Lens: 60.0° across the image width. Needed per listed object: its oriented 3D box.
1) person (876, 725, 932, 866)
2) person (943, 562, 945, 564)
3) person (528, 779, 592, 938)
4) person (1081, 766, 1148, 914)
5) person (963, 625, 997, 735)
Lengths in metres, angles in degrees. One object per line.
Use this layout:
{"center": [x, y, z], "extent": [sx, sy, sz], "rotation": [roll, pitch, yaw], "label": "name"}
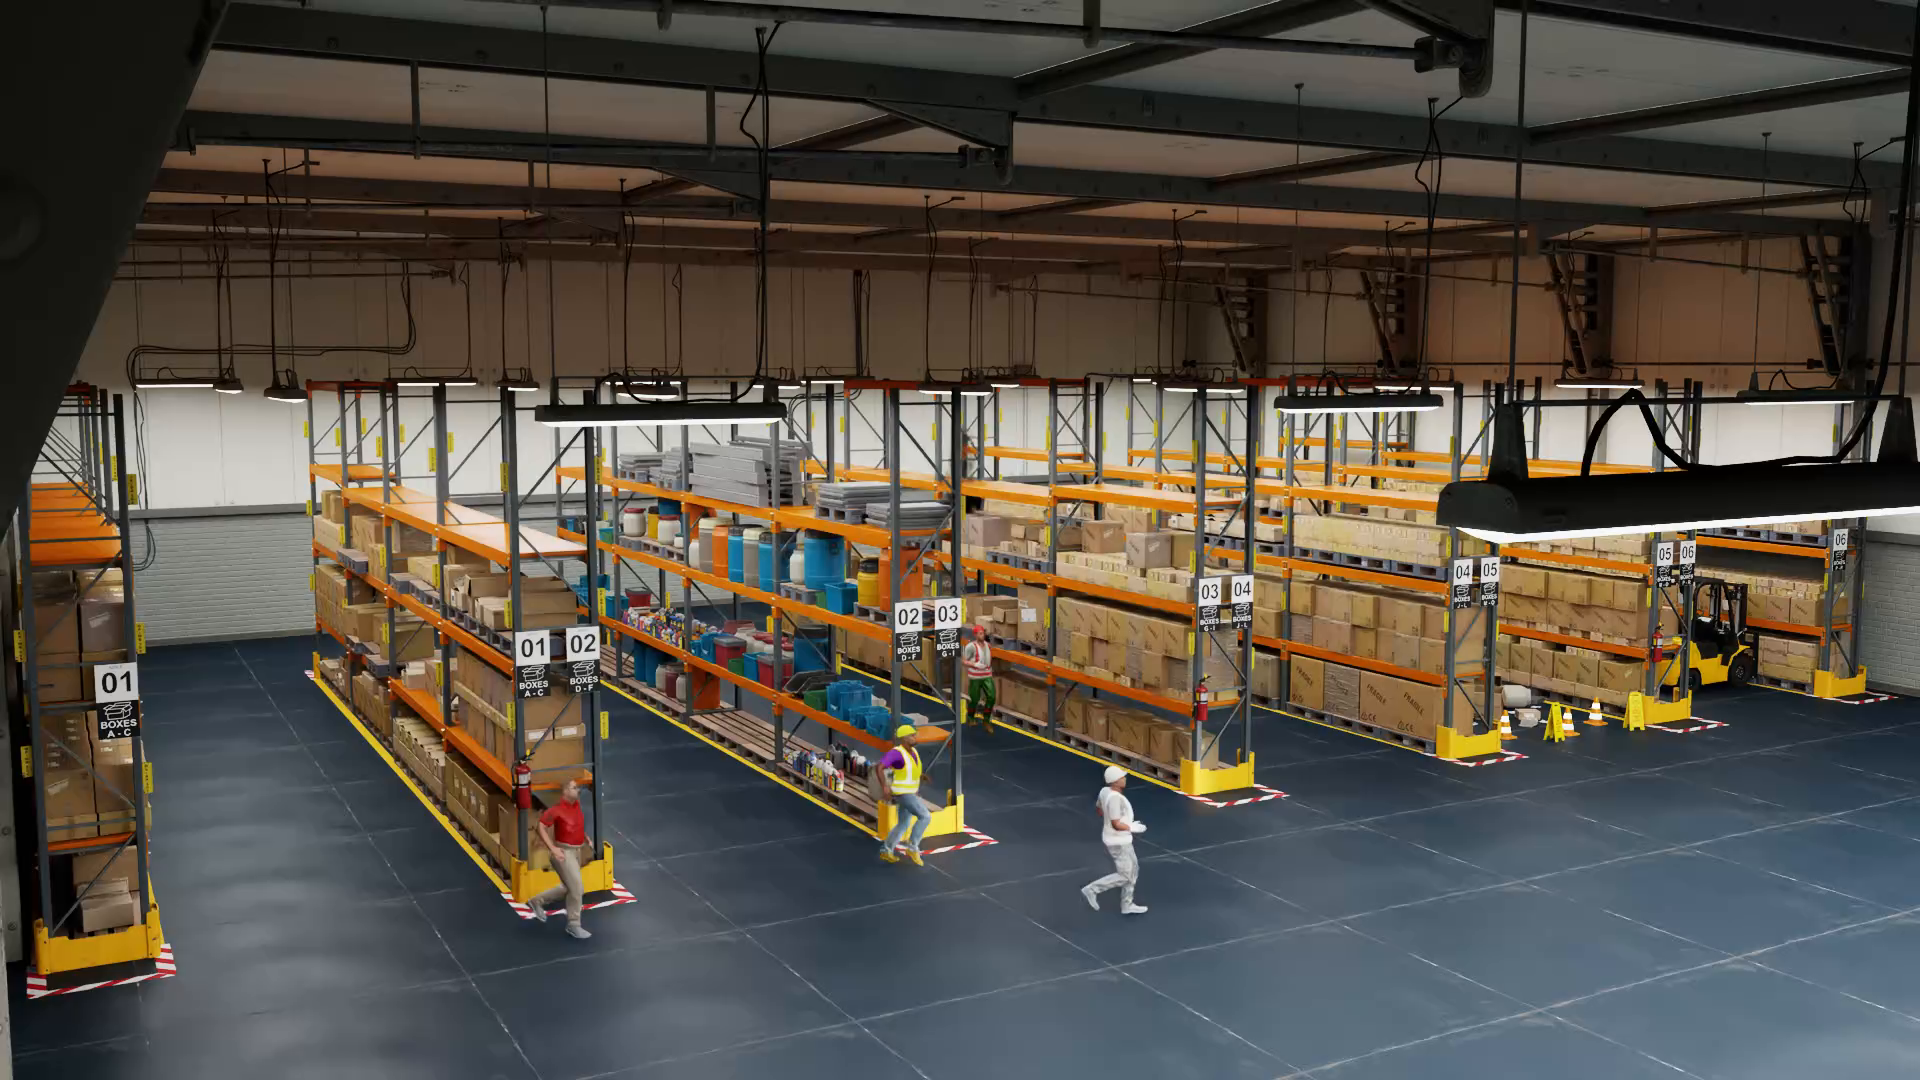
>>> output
{"center": [-0.658, 3.213, 21.106], "extent": [0.685, 1.717, 0.713], "rotation": [2, 6, 16], "label": "person"}
{"center": [-0.565, 1.355, 39.151], "extent": [0.601, 1.738, 0.762], "rotation": [-2, 6, -20], "label": "person"}
{"center": [-4.438, 3.541, 18.618], "extent": [0.831, 1.725, 0.713], "rotation": [1, 6, 12], "label": "person"}
{"center": [1.771, 3.442, 19.049], "extent": [0.789, 1.746, 0.692], "rotation": [0, 6, -4], "label": "person"}
{"center": [0.328, 2.324, 27.683], "extent": [0.635, 1.823, 0.746], "rotation": [-3, 7, -27], "label": "person"}
